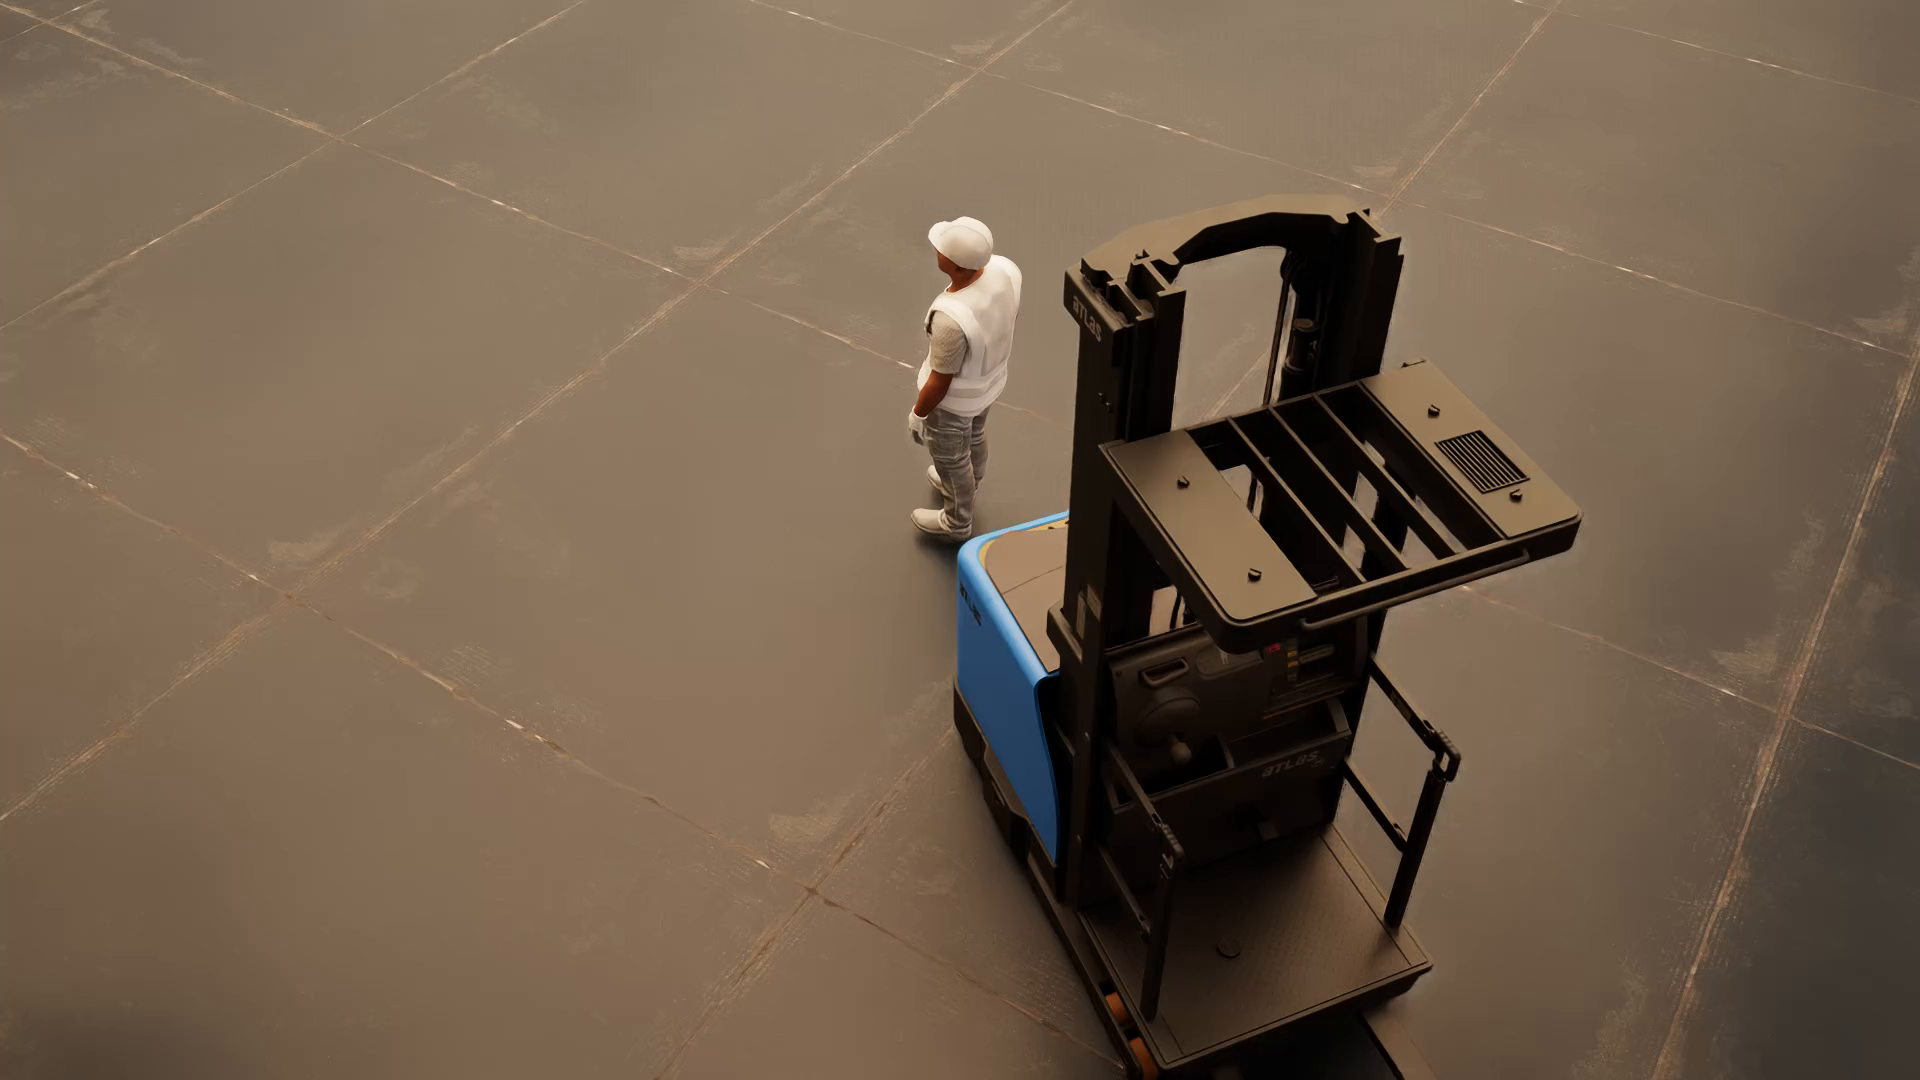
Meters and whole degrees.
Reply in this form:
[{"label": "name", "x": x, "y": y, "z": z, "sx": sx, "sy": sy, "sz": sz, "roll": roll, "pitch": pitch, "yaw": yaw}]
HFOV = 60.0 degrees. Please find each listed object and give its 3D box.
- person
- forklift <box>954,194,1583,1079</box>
[{"label": "person", "x": -0.055, "y": -0.713, "z": 7.366, "sx": 0.577, "sy": 1.781, "sz": 0.655, "roll": 24, "pitch": 48, "yaw": 23}, {"label": "forklift", "x": 1.002, "y": 0.533, "z": 5.286, "sx": 1.130, "sy": 2.935, "sz": 3.031, "roll": -16, "pitch": 46, "yaw": -16}]
